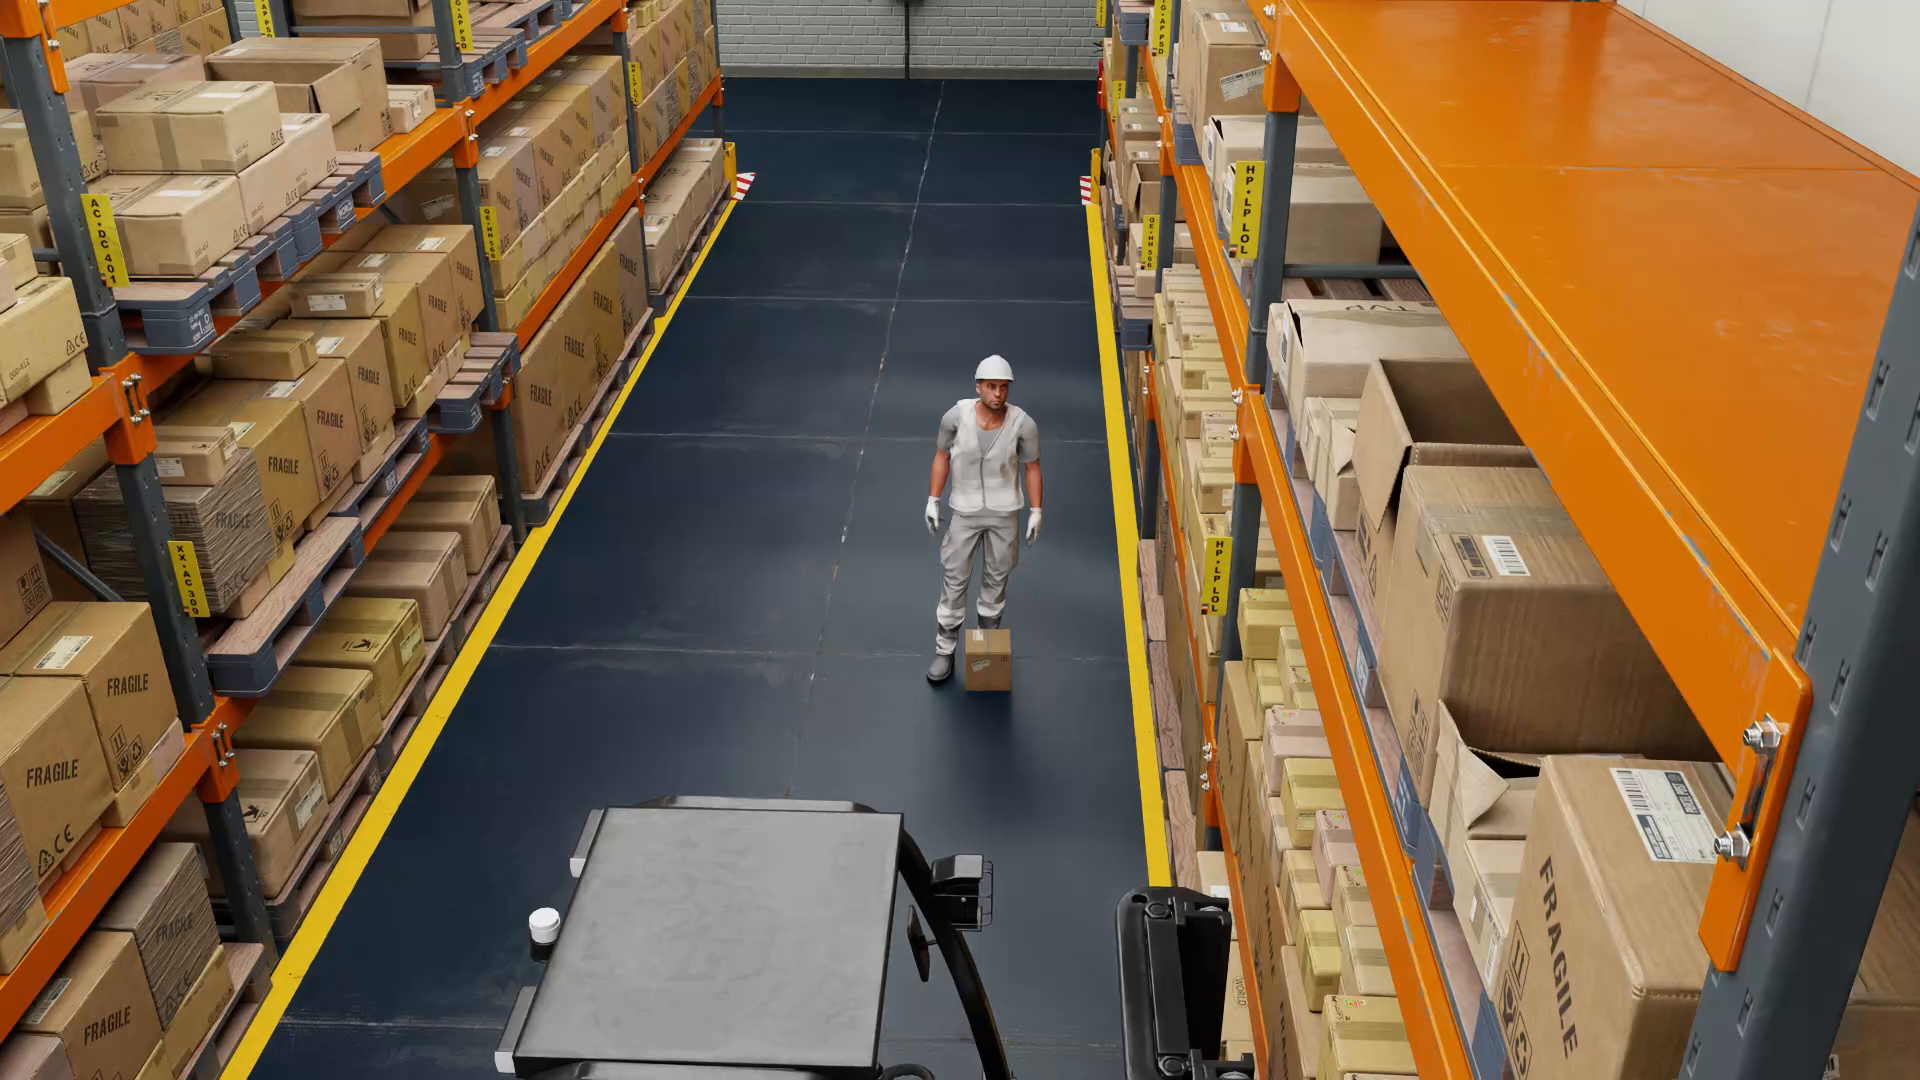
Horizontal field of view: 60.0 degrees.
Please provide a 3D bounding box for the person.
[{"bbox_3d":[0.127,-0.114,9.027,0.637,1.788,0.564,1,28,2],"label":"person"}]
